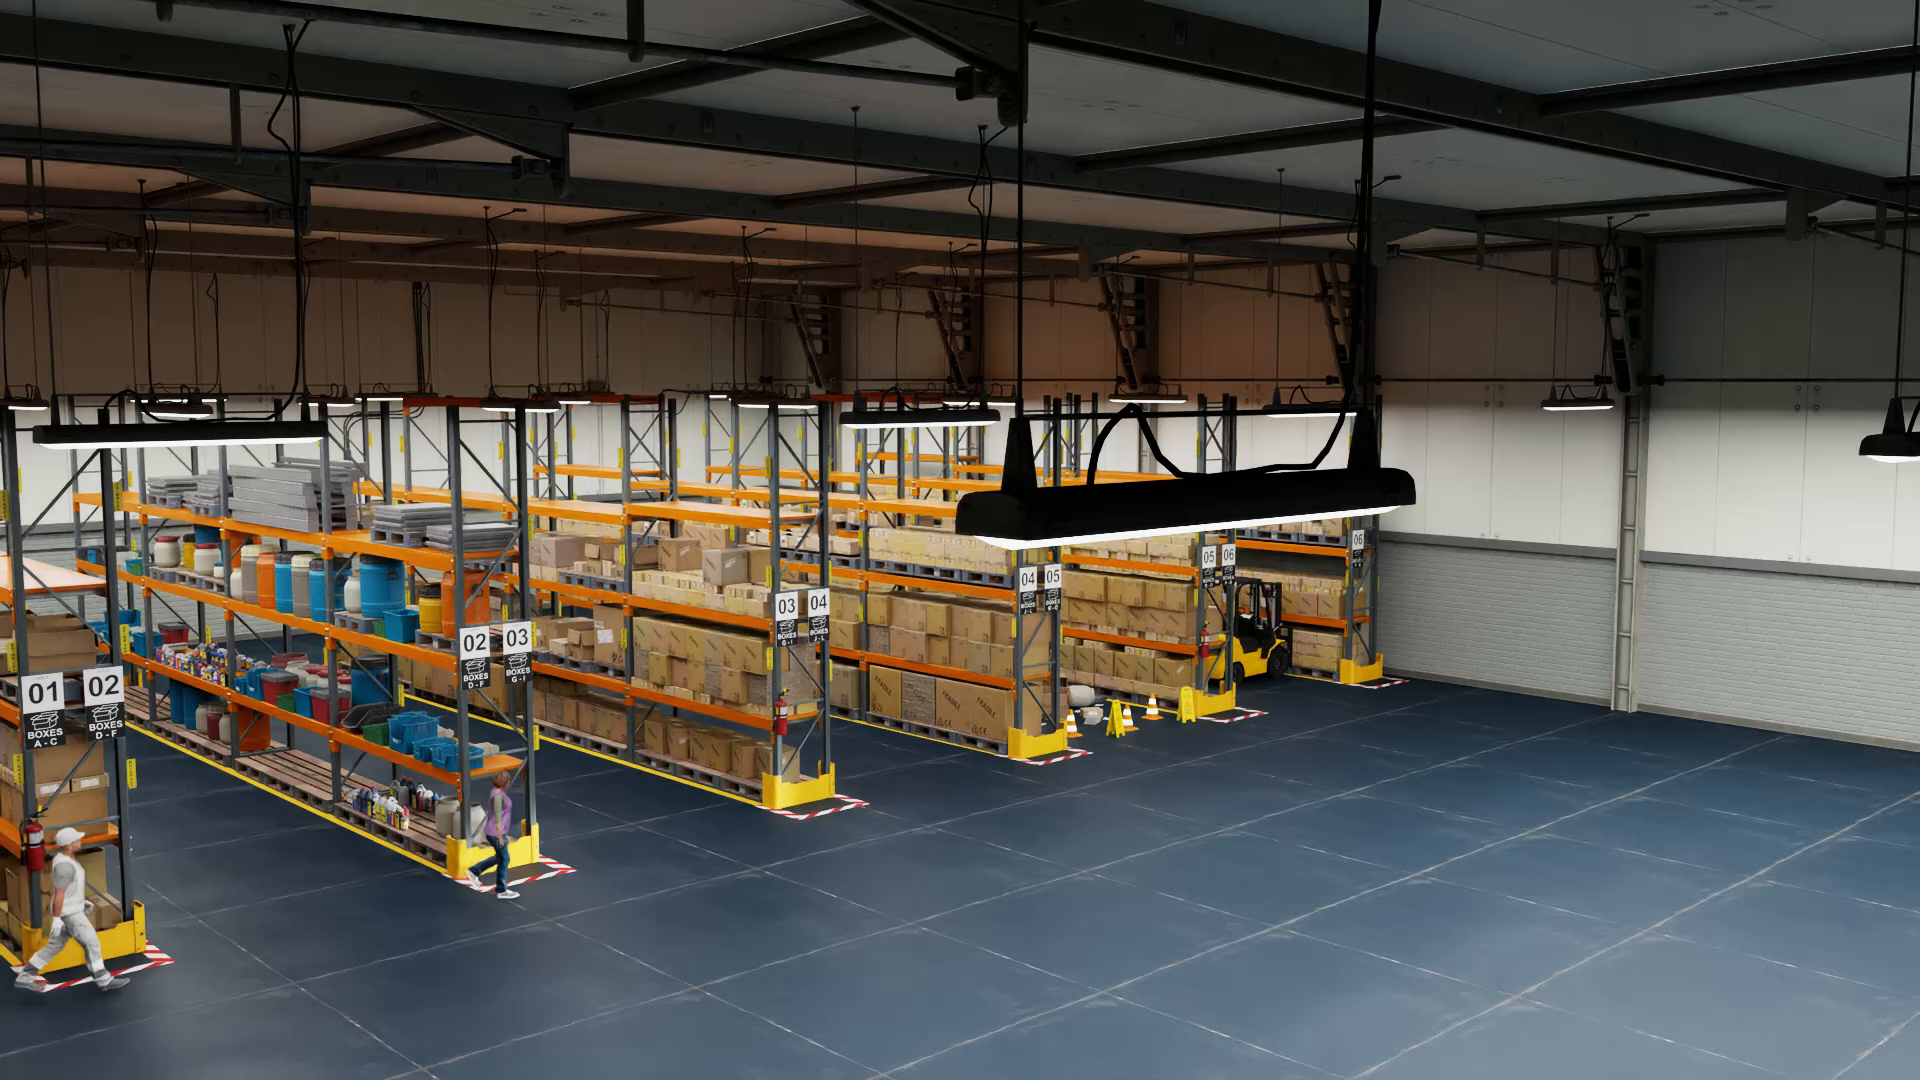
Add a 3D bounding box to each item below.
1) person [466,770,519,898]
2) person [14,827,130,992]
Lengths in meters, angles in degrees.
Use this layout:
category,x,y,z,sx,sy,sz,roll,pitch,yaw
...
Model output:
category,x,y,z,sx,sy,sz,roll,pitch,yaw
person,-5.712,3.575,20.267,0.666,1.574,0.409,0,6,-3
person,-9.149,3.810,17.073,1.072,1.752,0.639,-2,6,-23
